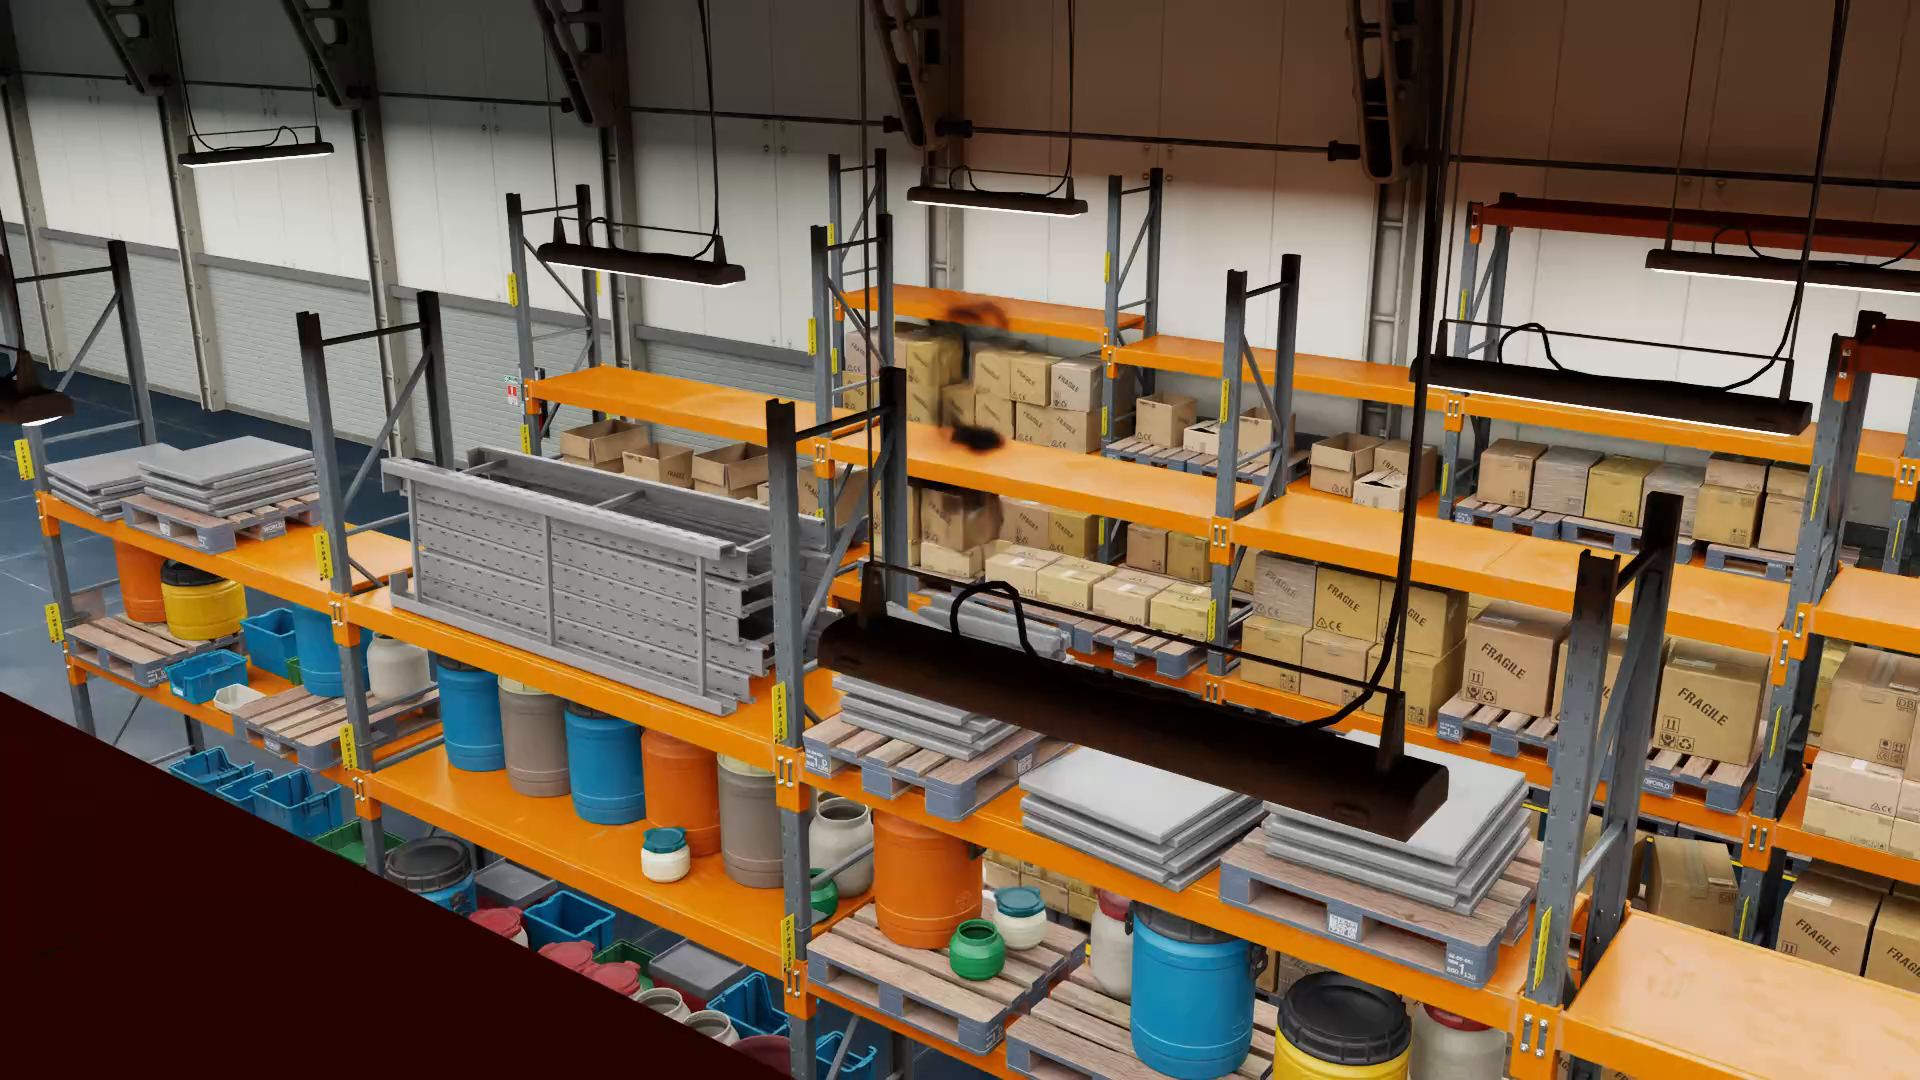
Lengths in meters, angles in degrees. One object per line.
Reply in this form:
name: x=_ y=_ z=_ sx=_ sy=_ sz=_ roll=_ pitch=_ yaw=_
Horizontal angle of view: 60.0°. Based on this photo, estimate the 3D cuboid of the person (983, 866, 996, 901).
person: x=0.073 y=3.238 z=12.726 sx=0.653 sy=1.736 sz=0.675 roll=14 pitch=23 yaw=35

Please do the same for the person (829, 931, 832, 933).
person: x=-1.405 y=2.820 z=14.092 sx=0.782 sy=1.688 sz=0.693 roll=9 pitch=20 yaw=25
